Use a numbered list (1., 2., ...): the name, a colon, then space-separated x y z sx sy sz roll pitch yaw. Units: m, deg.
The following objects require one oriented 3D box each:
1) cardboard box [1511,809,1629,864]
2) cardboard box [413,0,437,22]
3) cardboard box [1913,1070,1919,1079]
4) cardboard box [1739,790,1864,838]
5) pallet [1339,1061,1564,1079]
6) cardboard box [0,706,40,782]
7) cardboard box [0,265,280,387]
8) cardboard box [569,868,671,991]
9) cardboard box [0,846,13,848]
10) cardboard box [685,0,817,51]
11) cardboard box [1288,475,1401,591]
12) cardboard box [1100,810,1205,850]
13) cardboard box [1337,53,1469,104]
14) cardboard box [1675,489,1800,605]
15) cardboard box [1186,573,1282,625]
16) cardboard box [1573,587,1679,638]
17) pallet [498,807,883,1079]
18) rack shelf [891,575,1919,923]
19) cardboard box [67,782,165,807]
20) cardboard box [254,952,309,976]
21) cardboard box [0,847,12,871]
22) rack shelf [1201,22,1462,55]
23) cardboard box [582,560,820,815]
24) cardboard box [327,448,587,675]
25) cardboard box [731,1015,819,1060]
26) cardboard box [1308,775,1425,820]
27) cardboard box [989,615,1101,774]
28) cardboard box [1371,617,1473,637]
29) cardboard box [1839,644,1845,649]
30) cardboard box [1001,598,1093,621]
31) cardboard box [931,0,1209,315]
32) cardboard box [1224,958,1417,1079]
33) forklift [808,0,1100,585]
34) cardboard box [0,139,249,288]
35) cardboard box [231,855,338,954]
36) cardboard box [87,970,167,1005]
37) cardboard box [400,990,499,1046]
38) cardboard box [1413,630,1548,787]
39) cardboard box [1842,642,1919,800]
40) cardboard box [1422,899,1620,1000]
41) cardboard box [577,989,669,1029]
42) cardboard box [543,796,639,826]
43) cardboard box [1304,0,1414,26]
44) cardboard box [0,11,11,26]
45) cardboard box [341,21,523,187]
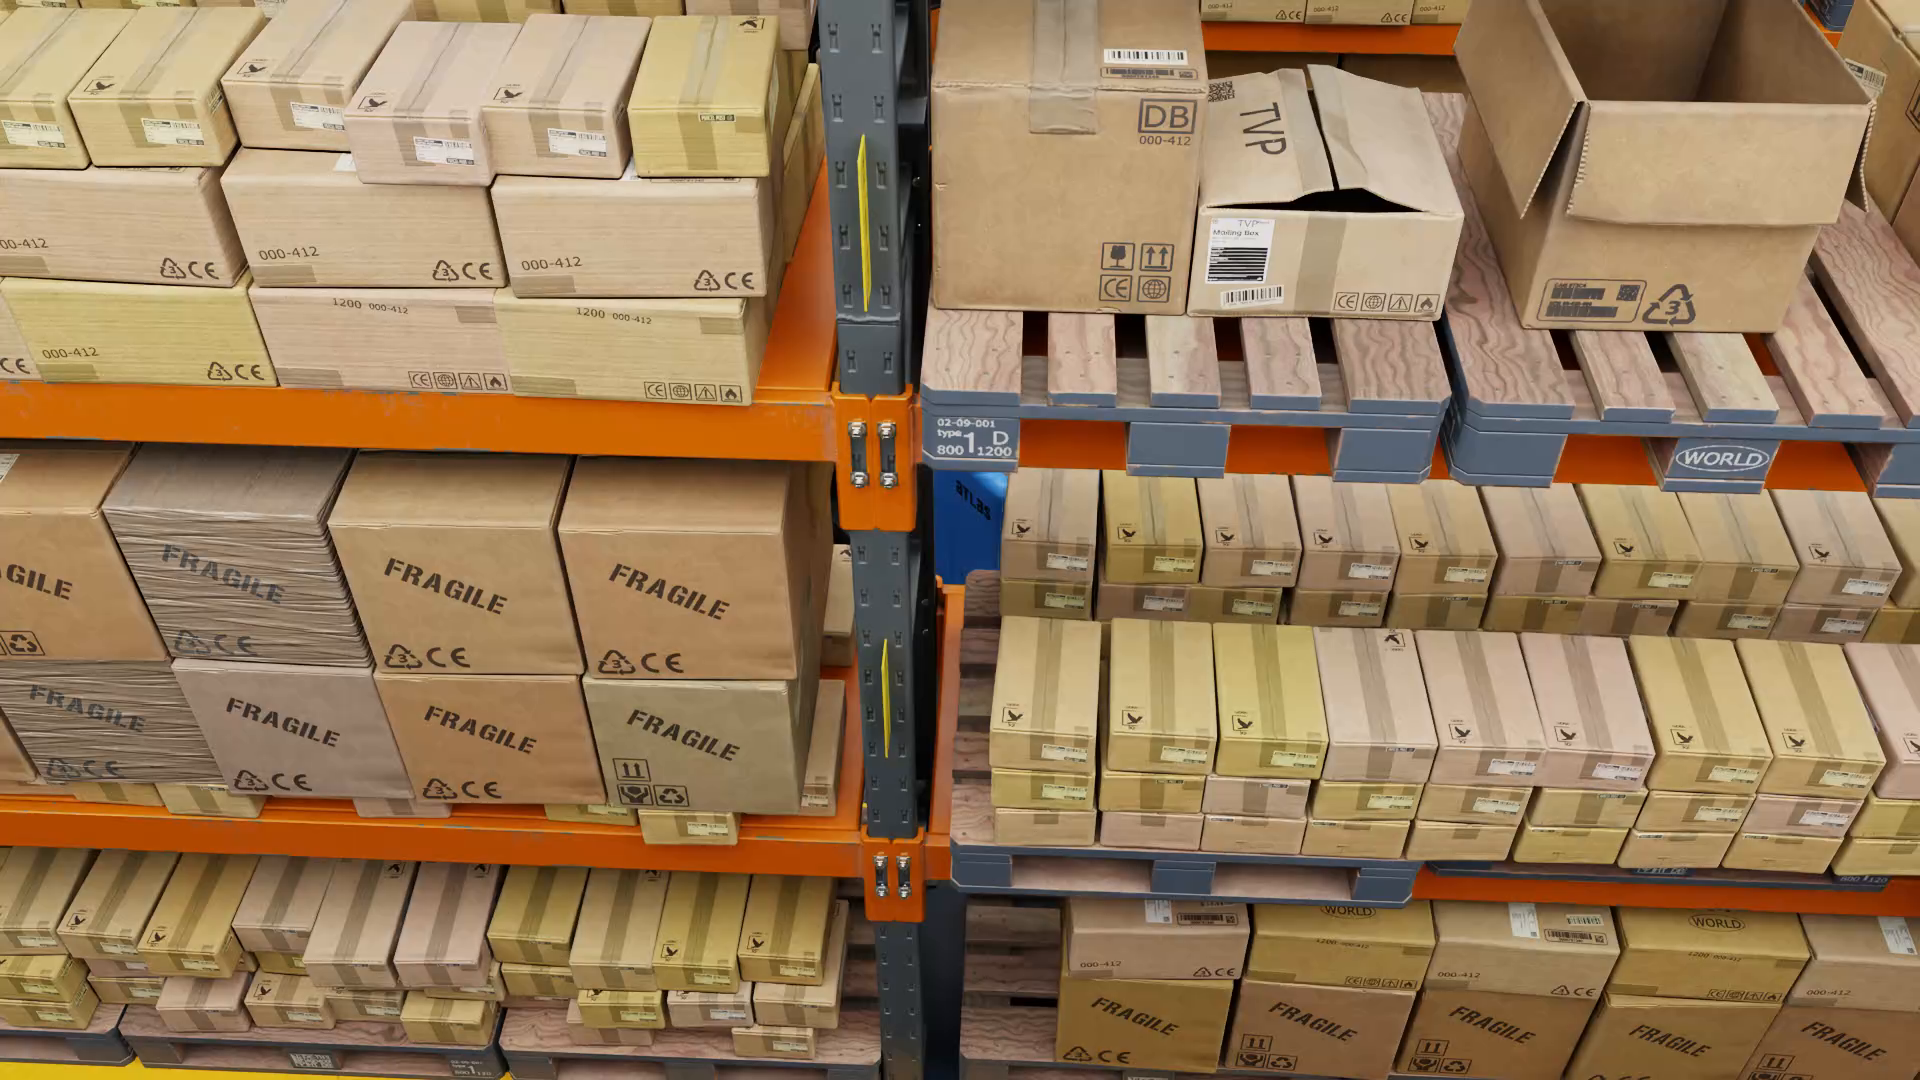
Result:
1. cardboard box: 1.517 0.630 4.250 0.250 0.149 0.380 1 43 1
2. cardboard box: -1.222 -1.255 3.647 0.250 0.149 0.380 1 43 1
3. cardboard box: 3.166 1.371 5.103 0.500 0.500 0.500 2 43 2
4. cardboard box: 2.033 0.539 4.129 0.250 0.149 0.380 3 43 3
5. pallet: 1.839 1.408 5.583 1.213 0.211 1.003 2 43 2
6. cardboard box: -2.696 0.286 4.451 0.500 0.500 0.500 2 43 2
7. cardboard box: -1.669 -0.583 3.584 0.500 0.250 0.500 1 43 1
8. cardboard box: -1.034 1.184 5.125 0.250 0.149 0.380 1 43 2
9. cardboard box: -3.125 1.172 5.356 0.250 0.149 0.380 2 43 2
10. cardboard box: -0.440 -1.216 3.605 0.250 0.149 0.380 1 43 1
11. cardboard box: 1.038 -0.046 4.538 0.250 0.149 0.380 2 43 2
12. cardboard box: 0.490 0.598 4.284 0.250 0.149 0.380 2 43 3
13. cardboard box: 2.380 -2.406 8.882 0.875 0.875 0.875 2 43 2
14. cardboard box: 2.069 -0.012 4.503 0.250 0.149 0.380 3 43 3
15. cardboard box: 0.757 0.054 4.650 0.250 0.149 0.380 3 43 4
16. cardboard box: 1.805 0.086 4.615 0.250 0.149 0.380 3 43 3
17. pallet: -0.833 1.353 5.642 1.213 0.211 1.003 2 43 2
18. rack shelf: 1.837 0.654 4.875 4.000 0.370 1.077 2 43 2
19. cardboard box: -2.287 0.545 4.649 0.250 0.149 0.380 3 43 3
20. cardboard box: -2.062 1.193 5.334 0.250 0.149 0.380 4 43 4
21. cardboard box: -3.122 1.147 5.165 0.250 0.149 0.380 2 43 2
22. rack shelf: 1.959 -2.720 8.497 4.000 0.370 1.077 2 43 2
23. cardboard box: -0.656 0.362 4.370 0.500 0.500 0.500 2 43 2
24. cardboard box: -1.159 -0.024 4.050 0.500 0.500 0.500 1 43 1
25. cardboard box: -0.568 1.439 5.288 0.250 0.149 0.380 2 43 2
26. cardboard box: 0.989 0.506 4.164 0.250 0.149 0.380 0 43 0
27. cardboard box: 0.212 0.375 4.086 0.250 0.149 0.380 4 43 4
28. cardboard box: 1.282 0.174 4.739 0.250 0.149 0.380 0 43 0
29. cardboard box: 2.324 0.209 4.701 0.250 0.149 0.380 3 43 3
30. cardboard box: 0.245 0.145 4.770 0.250 0.149 0.380 1 43 1
31. cardboard box: 0.213 -0.872 3.403 0.500 0.500 0.700 2 43 2
32. cardboard box: 1.094 1.309 5.170 0.500 0.500 0.500 4 43 4
33. forklift: -0.295 -1.457 6.664 1.130 2.935 3.031 -26 49 -26
34. cardboard box: -1.673 -0.774 3.423 0.500 0.250 0.500 3 43 4
35. cardboard box: -2.077 1.095 5.220 0.250 0.149 0.380 2 43 2
36. cardboard box: -2.624 1.311 5.426 0.250 0.149 0.380 2 43 2
37. cardboard box: -1.602 1.407 5.322 0.250 0.149 0.380 2 43 2
38. cardboard box: 1.252 0.406 4.053 0.250 0.149 0.380 1 43 2
39. cardboard box: 2.305 0.436 4.021 0.250 0.149 0.380 2 43 2
40. cardboard box: 1.607 1.052 4.896 0.500 0.250 0.500 3 43 4
41. cardboard box: -1.029 1.321 5.197 0.250 0.149 0.380 0 43 0
42. cardboard box: -0.983 0.589 4.601 0.250 0.149 0.380 3 43 4
43. cardboard box: 1.916 -2.733 8.093 0.500 0.250 0.500 1 43 1
44. cardboard box: -2.033 -0.881 3.246 0.250 0.149 0.380 1 43 1
45. cardboard box: -0.996 -0.845 3.207 0.250 0.149 0.380 2 43 2
